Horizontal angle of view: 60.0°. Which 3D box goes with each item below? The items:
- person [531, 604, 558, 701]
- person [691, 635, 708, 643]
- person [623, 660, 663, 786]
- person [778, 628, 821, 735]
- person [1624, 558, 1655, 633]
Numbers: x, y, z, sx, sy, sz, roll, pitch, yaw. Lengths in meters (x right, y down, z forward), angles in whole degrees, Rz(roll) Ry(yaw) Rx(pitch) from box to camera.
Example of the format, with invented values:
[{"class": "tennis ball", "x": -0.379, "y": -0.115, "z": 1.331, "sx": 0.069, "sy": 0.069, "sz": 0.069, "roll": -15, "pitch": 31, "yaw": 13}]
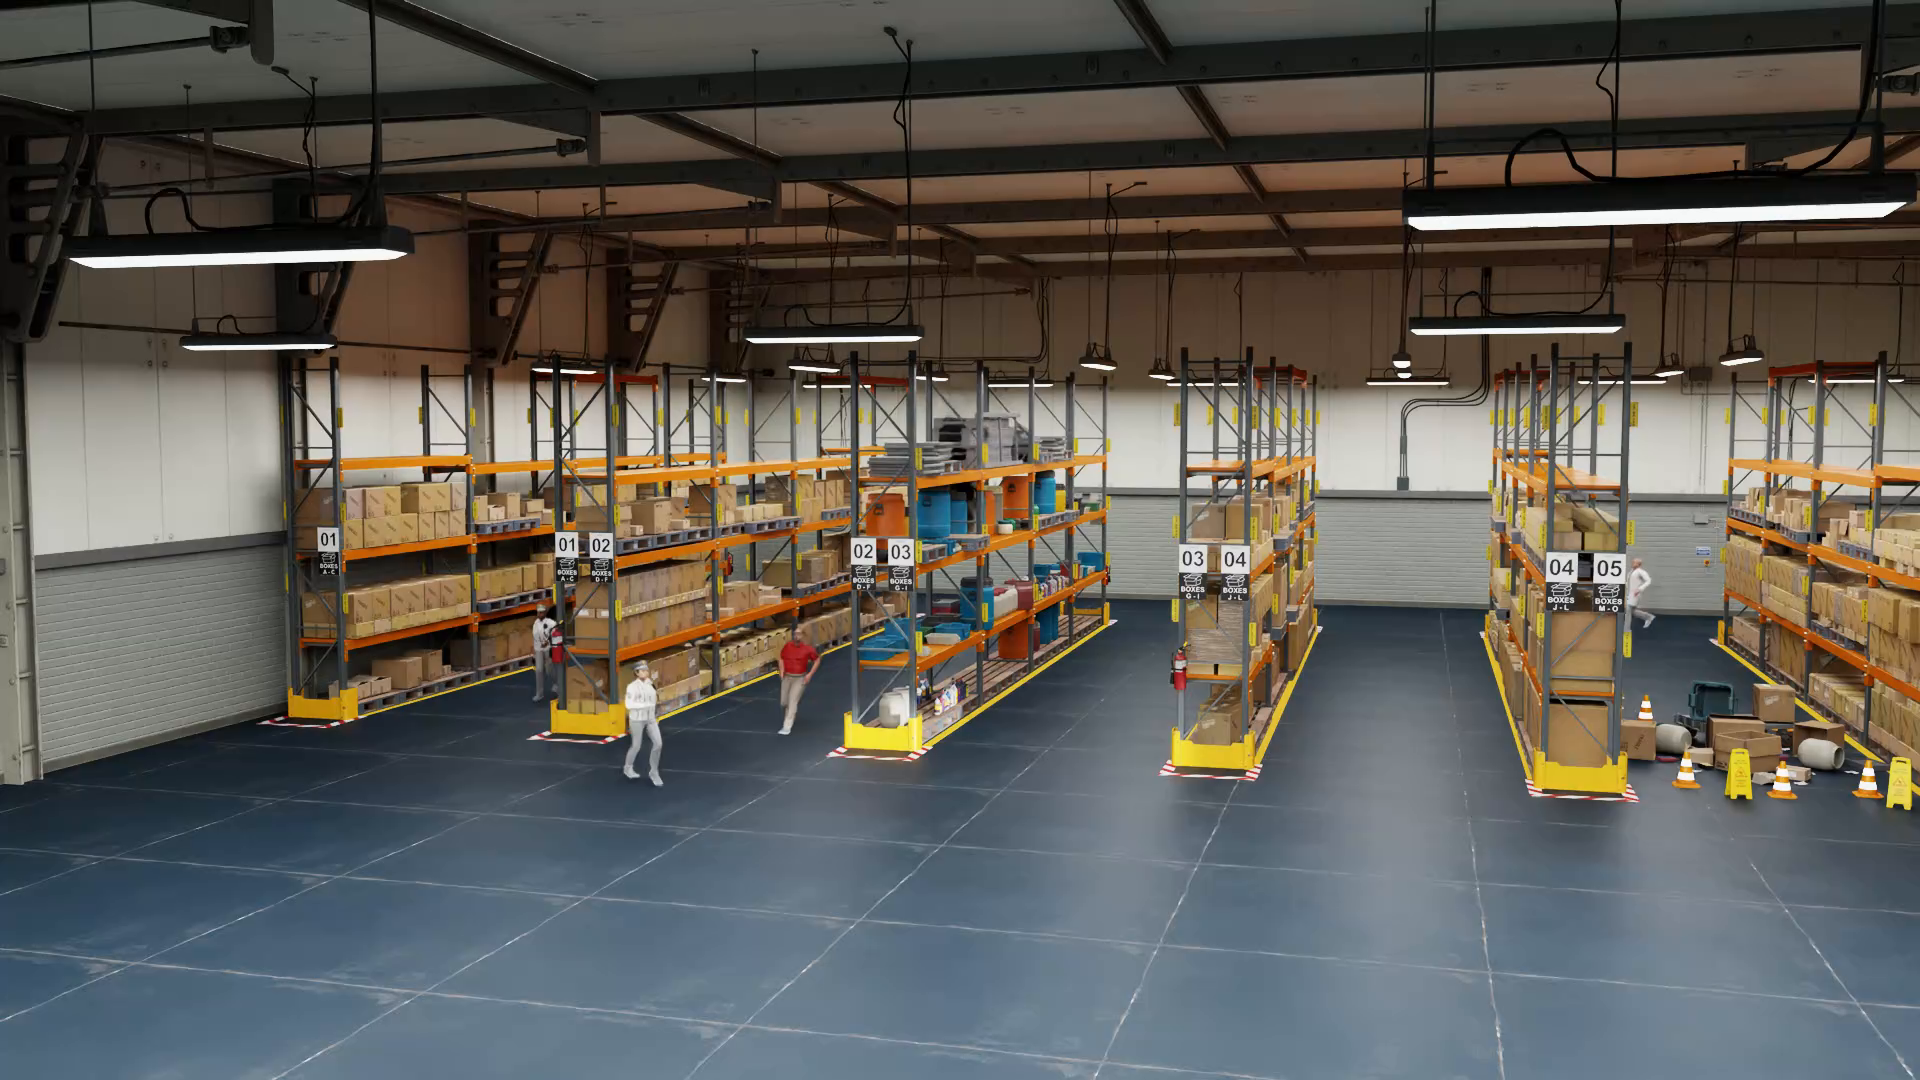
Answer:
[{"class": "person", "x": -7.341, "y": 1.967, "z": 29.523, "sx": 0.573, "sy": 1.696, "sz": 0.859, "roll": 1, "pitch": 4, "yaw": 12}, {"class": "person", "x": -5.436, "y": 1.587, "z": 34.659, "sx": 0.689, "sy": 1.767, "sz": 0.852, "roll": 1, "pitch": 4, "yaw": 18}, {"class": "person", "x": -4.341, "y": 2.498, "z": 22.717, "sx": 0.753, "sy": 1.753, "sz": 0.594, "roll": 4, "pitch": 6, "yaw": 43}, {"class": "person", "x": -2.584, "y": 2.229, "z": 26.478, "sx": 0.704, "sy": 1.674, "sz": 0.755, "roll": 1, "pitch": 4, "yaw": 14}, {"class": "person", "x": 15.665, "y": 1.294, "z": 38.527, "sx": 0.962, "sy": 1.759, "sz": 0.720, "roll": 0, "pitch": 4, "yaw": -1}]
